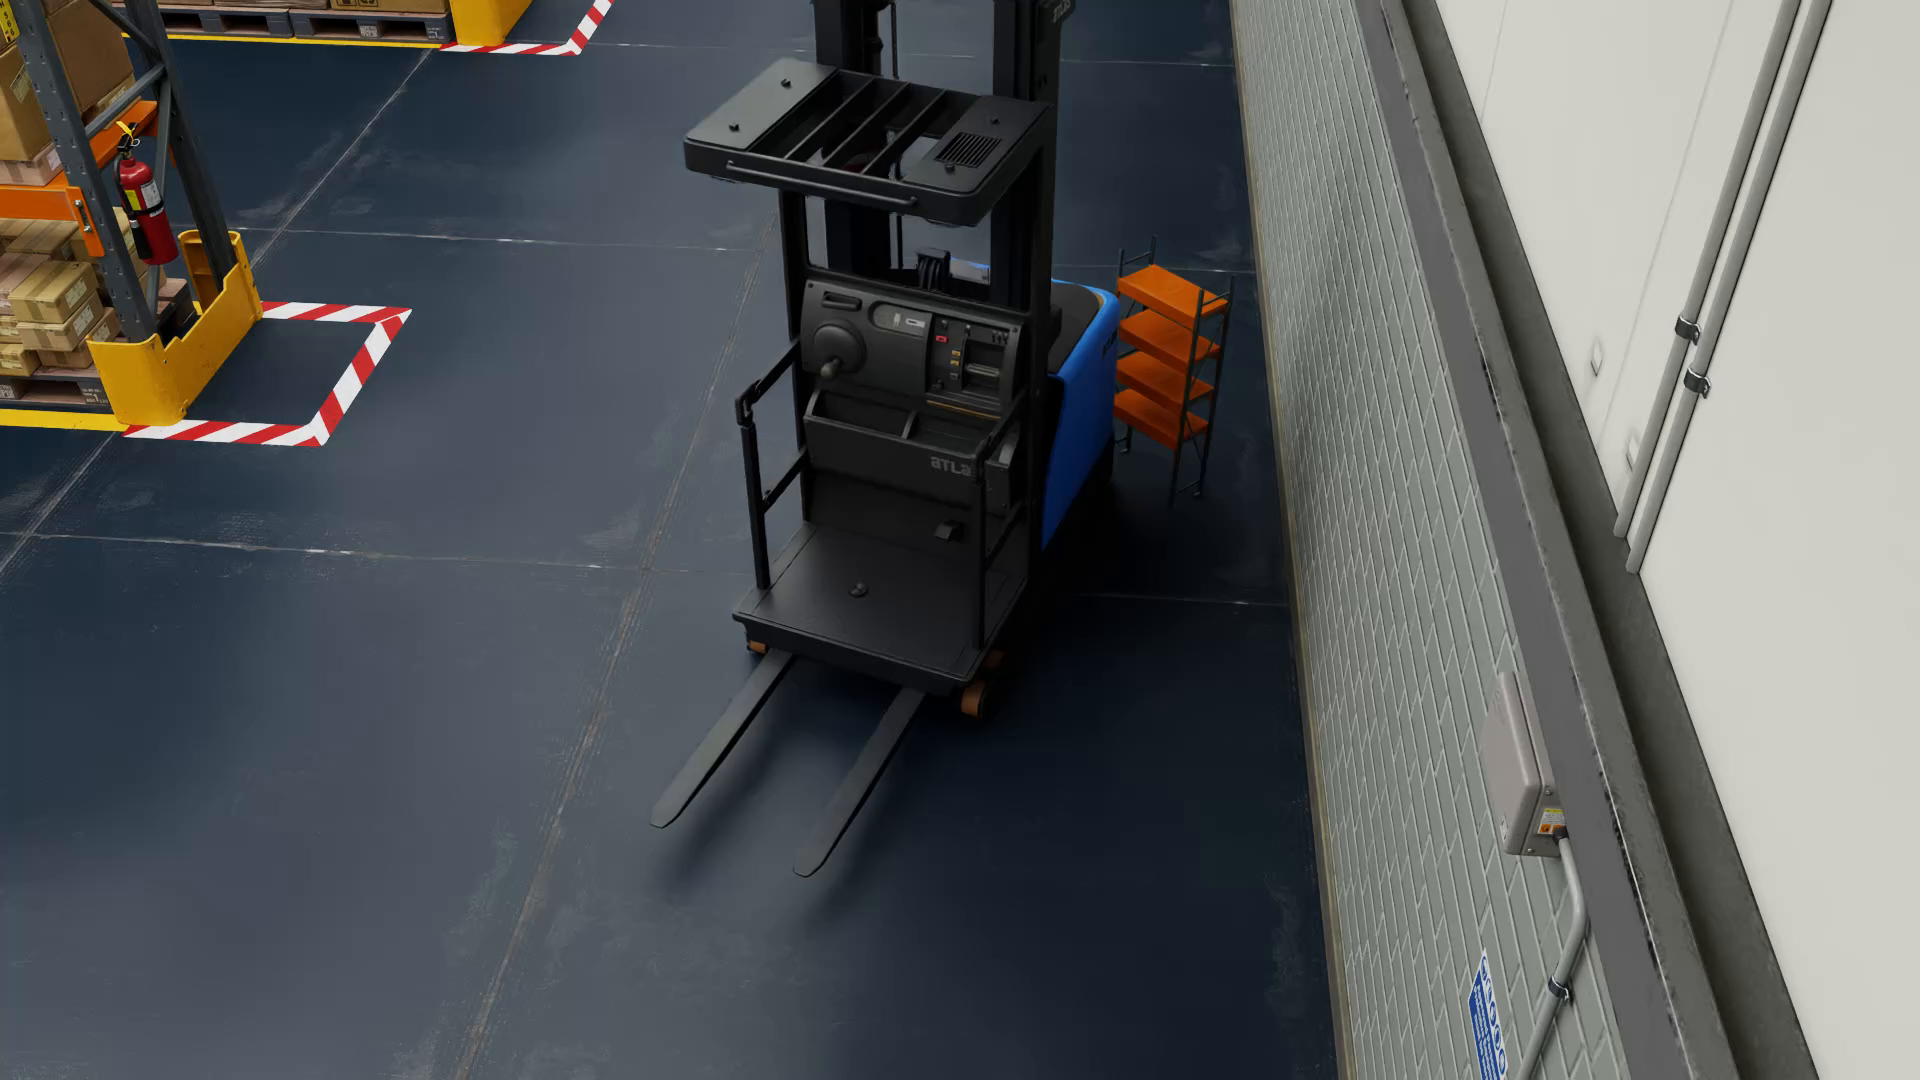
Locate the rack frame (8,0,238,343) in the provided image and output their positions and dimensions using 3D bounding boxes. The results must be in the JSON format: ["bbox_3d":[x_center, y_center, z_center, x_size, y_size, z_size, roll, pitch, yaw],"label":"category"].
[{"bbox_3d":[-4.120,-2.123,8.152,0.127,3.000,1.000,3,39,4],"label":"rack frame"}]

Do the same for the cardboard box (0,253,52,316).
[{"bbox_3d":[-4.915,-1.330,8.633,0.250,0.149,0.380,4,39,5],"label":"cardboard box"}]

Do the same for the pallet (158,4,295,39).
[{"bbox_3d":[-5.607,-4.218,12.935,1.213,0.211,1.003,3,39,4],"label":"pallet"}]

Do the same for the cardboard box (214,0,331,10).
[{"bbox_3d":[-5.142,-4.610,12.558,0.875,0.875,0.875,3,39,4],"label":"cardboard box"}]

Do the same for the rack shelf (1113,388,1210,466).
[{"bbox_3d":[0.952,-0.572,8.082,0.258,0.148,0.480,-27,46,-34],"label":"rack shelf"}]

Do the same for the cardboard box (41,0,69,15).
[{"bbox_3d":[-4.544,-2.856,7.946,0.500,0.500,0.500,3,39,4],"label":"cardboard box"}]

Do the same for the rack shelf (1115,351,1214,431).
[{"bbox_3d":[0.961,-0.730,7.962,0.258,0.148,0.480,-27,46,-34],"label":"rack shelf"}]

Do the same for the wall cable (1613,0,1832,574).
[{"bbox_3d":[1.245,-1.198,2.264,0.029,3.000,0.463,3,39,4],"label":"wall cable"}]

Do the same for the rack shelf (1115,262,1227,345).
[{"bbox_3d":[0.981,-1.098,7.686,0.258,0.148,0.480,-27,46,-34],"label":"rack shelf"}]

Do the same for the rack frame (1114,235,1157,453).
[{"bbox_3d":[0.800,-0.899,8.062,0.240,1.200,0.015,-27,46,-34],"label":"rack frame"}]

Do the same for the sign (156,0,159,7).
[{"bbox_3d":[-4.073,-2.800,8.298,0.005,0.325,0.100,3,39,4],"label":"sign"}]

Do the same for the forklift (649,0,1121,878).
[{"bbox_3d":[-0.283,-0.698,6.457,1.130,2.935,3.031,15,41,17],"label":"forklift"}]

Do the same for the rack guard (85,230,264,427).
[{"bbox_3d":[-4.196,-1.157,8.946,0.348,0.500,1.175,3,39,4],"label":"rack guard"}]

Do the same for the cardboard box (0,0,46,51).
[{"bbox_3d":[-4.597,-2.533,7.550,0.500,0.500,0.500,2,39,3],"label":"cardboard box"}]

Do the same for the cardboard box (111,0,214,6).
[{"bbox_3d":[-6.029,-4.658,12.617,0.875,0.875,0.875,3,39,4],"label":"cardboard box"}]

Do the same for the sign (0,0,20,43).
[{"bbox_3d":[-4.188,-2.346,7.259,0.005,0.325,0.100,3,39,4],"label":"sign"}]

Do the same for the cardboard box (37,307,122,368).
[{"bbox_3d":[-4.662,-1.077,8.794,0.250,0.149,0.380,4,39,5],"label":"cardboard box"}]

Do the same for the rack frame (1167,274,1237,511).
[{"bbox_3d":[1.127,-0.670,7.781,0.240,1.200,0.015,-27,46,-34],"label":"rack frame"}]

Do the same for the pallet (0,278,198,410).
[{"bbox_3d":[-5.002,-1.112,9.119,1.213,0.211,1.003,3,39,4],"label":"pallet"}]

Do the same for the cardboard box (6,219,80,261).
[{"bbox_3d":[-4.898,-1.592,8.955,0.250,0.149,0.380,4,39,5],"label":"cardboard box"}]

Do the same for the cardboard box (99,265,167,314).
[{"bbox_3d":[-4.614,-1.410,9.202,0.250,0.149,0.380,4,39,5],"label":"cardboard box"}]

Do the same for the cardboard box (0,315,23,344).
[{"bbox_3d":[-4.926,-1.193,8.700,0.250,0.149,0.380,2,39,3],"label":"cardboard box"}]

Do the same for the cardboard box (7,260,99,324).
[{"bbox_3d":[-4.669,-1.280,8.571,0.250,0.149,0.380,4,39,4],"label":"cardboard box"}]

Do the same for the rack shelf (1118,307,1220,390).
[{"bbox_3d":[0.971,-0.909,7.828,0.258,0.148,0.480,-27,46,-34],"label":"rack shelf"}]

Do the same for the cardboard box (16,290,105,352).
[{"bbox_3d":[-4.670,-1.145,8.641,0.250,0.149,0.380,2,39,3],"label":"cardboard box"}]

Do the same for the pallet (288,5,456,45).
[{"bbox_3d":[-4.395,-4.149,12.851,1.213,0.211,1.003,3,39,4],"label":"pallet"}]

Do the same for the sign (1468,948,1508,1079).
[{"bbox_3d":[1.239,1.157,3.909,0.001,0.218,0.327,3,39,4],"label":"sign"}]

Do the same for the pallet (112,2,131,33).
[{"bbox_3d":[-6.825,-4.282,13.014,1.213,0.211,1.003,3,39,4],"label":"pallet"}]

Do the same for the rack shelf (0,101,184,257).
[{"bbox_3d":[-6.112,-1.953,8.513,4.000,0.370,1.077,3,39,4],"label":"rack shelf"}]

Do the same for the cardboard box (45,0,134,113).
[{"bbox_3d":[-4.543,-2.475,8.270,0.500,0.500,0.500,5,39,6],"label":"cardboard box"}]

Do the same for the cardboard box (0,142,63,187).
[{"bbox_3d":[-4.469,-1.865,8.035,0.250,0.149,0.380,3,39,4],"label":"cardboard box"}]

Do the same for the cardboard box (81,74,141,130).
[{"bbox_3d":[-4.414,-2.249,8.506,0.250,0.149,0.380,3,39,3],"label":"cardboard box"}]

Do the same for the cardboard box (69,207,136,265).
[{"bbox_3d":[-4.613,-1.653,9.029,0.250,0.149,0.380,1,39,2],"label":"cardboard box"}]

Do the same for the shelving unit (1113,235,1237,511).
[{"bbox_3d":[0.964,-0.784,7.922,0.258,1.200,0.503,-27,46,-34],"label":"shelving unit"}]

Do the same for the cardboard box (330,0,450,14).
[{"bbox_3d":[-4.236,-4.560,12.497,0.875,0.875,0.875,3,39,4],"label":"cardboard box"}]

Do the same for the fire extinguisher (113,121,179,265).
[{"bbox_3d":[-3.909,-1.644,7.921,0.183,0.674,0.296,3,39,4],"label":"fire extinguisher"}]

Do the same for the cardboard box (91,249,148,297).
[{"bbox_3d":[-4.620,-1.485,9.059,0.250,0.149,0.380,5,39,6],"label":"cardboard box"}]

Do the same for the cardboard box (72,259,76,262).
[{"bbox_3d":[-4.888,-1.536,9.121,0.250,0.149,0.380,3,39,4],"label":"cardboard box"}]

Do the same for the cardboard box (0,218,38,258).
[{"bbox_3d":[-5.138,-1.687,9.071,0.250,0.149,0.380,3,39,4],"label":"cardboard box"}]

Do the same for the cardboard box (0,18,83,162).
[{"bbox_3d":[-4.590,-2.139,7.858,0.500,0.500,0.500,4,39,5],"label":"cardboard box"}]

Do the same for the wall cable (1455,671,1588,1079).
[{"bbox_3d":[1.173,0.882,3.631,0.123,1.953,0.585,3,39,4],"label":"wall cable"}]

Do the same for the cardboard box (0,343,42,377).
[{"bbox_3d":[-4.927,-1.028,8.733,0.250,0.149,0.380,4,39,5],"label":"cardboard box"}]

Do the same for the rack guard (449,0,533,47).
[{"bbox_3d":[-3.567,-4.266,12.765,0.348,0.500,1.175,3,39,4],"label":"rack guard"}]
